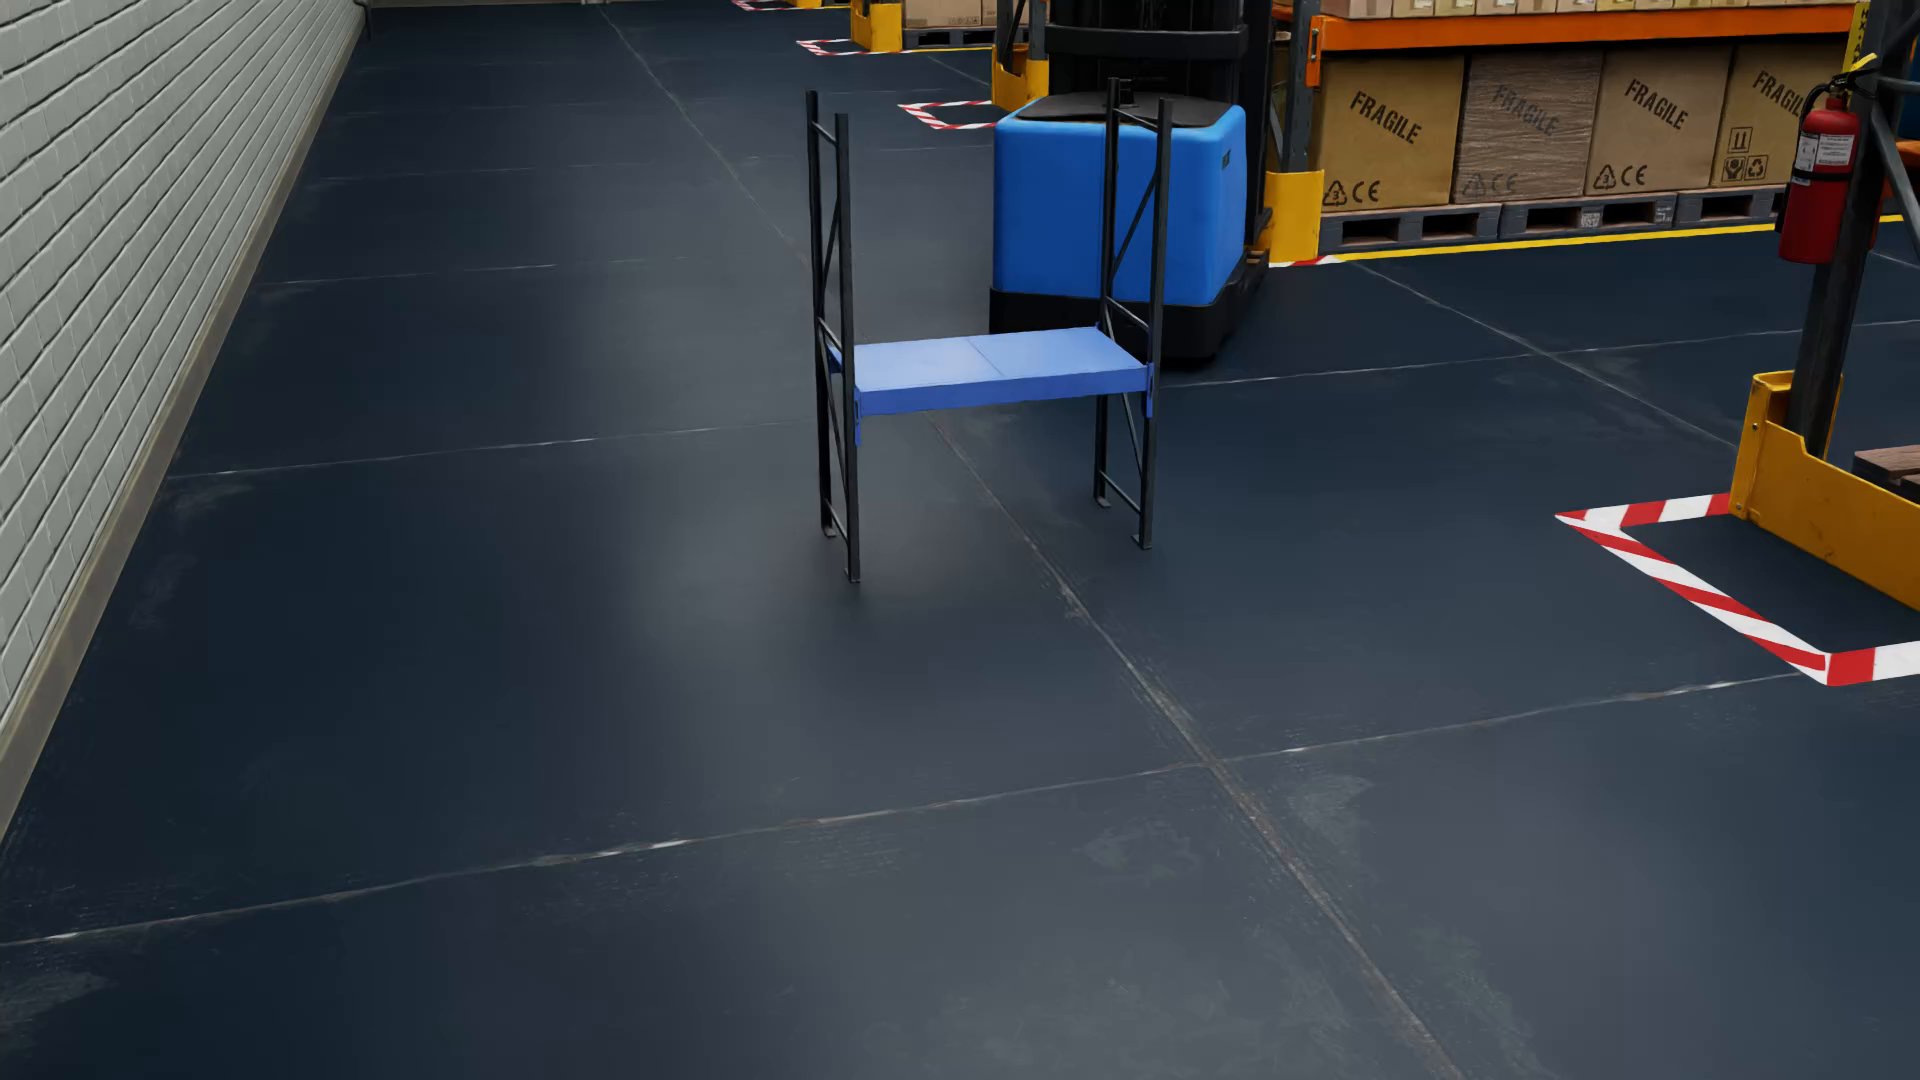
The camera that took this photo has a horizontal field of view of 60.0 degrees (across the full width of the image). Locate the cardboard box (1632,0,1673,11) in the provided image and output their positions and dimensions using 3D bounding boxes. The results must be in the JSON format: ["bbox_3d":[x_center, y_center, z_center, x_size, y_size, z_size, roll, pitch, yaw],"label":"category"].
[{"bbox_3d":[3.920,-3.172,9.656,0.250,0.149,0.380,-6,24,-14],"label":"cardboard box"}]

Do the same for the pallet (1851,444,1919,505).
[{"bbox_3d":[3.899,-0.093,5.699,1.213,0.211,1.003,-6,24,-14],"label":"pallet"}]

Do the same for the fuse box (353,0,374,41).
[{"bbox_3d":[-6.770,-6.556,18.858,0.414,1.711,0.539,-6,24,-14],"label":"fuse box"}]

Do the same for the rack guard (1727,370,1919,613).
[{"bbox_3d":[3.075,-0.145,5.454,0.348,0.500,1.175,-6,24,-14],"label":"rack guard"}]

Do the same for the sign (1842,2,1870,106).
[{"bbox_3d":[2.931,-1.583,5.429,0.005,0.325,0.100,-6,24,-14],"label":"sign"}]

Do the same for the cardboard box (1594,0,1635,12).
[{"bbox_3d":[3.668,-3.143,9.590,0.250,0.149,0.380,-7,24,-16],"label":"cardboard box"}]

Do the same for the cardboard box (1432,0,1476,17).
[{"bbox_3d":[2.681,-3.034,9.335,0.250,0.149,0.380,-7,24,-16],"label":"cardboard box"}]

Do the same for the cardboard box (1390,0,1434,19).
[{"bbox_3d":[2.434,-3.007,9.271,0.250,0.149,0.380,-7,24,-15],"label":"cardboard box"}]

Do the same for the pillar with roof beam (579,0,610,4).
[{"bbox_3d":[-3.941,-10.006,17.656,0.400,9.000,9.100,-6,24,-14],"label":"pillar with roof beam"}]

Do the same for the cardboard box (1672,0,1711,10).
[{"bbox_3d":[4.166,-3.198,9.718,0.250,0.149,0.380,-7,24,-15],"label":"cardboard box"}]

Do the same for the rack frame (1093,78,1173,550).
[{"bbox_3d":[0.572,-0.752,5.602,0.032,1.500,0.500,-6,24,-14],"label":"rack frame"}]

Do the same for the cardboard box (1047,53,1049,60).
[{"bbox_3d":[0.945,-4.260,14.579,0.250,0.149,0.380,-7,24,-16],"label":"cardboard box"}]

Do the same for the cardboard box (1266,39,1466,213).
[{"bbox_3d":[2.351,-2.497,9.927,0.875,0.875,0.875,-6,24,-14],"label":"cardboard box"}]

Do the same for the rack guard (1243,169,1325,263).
[{"bbox_3d":[1.734,-2.030,9.848,0.348,0.500,1.175,-6,24,-14],"label":"rack guard"}]

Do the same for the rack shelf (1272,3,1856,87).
[{"bbox_3d":[3.683,-3.064,9.999,4.000,0.370,1.077,-6,24,-14],"label":"rack shelf"}]

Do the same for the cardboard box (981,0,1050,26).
[{"bbox_3d":[0.567,-6.168,19.039,0.875,0.438,0.875,-6,24,-13],"label":"cardboard box"}]

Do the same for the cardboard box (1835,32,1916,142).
[{"bbox_3d":[6.219,-2.900,10.867,0.875,0.875,1.225,-6,24,-14],"label":"cardboard box"}]

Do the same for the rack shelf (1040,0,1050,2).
[{"bbox_3d":[2.440,-4.958,14.413,4.000,0.370,1.077,-6,24,-14],"label":"rack shelf"}]

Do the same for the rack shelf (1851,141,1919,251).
[{"bbox_3d":[5.020,-1.184,5.617,4.000,0.370,1.077,-6,24,-14],"label":"rack shelf"}]

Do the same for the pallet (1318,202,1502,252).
[{"bbox_3d":[2.506,-2.015,10.178,1.213,0.211,1.003,-6,24,-14],"label":"pallet"}]

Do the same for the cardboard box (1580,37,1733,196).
[{"bbox_3d":[4.085,-2.688,10.373,0.875,0.875,0.875,-6,24,-14],"label":"cardboard box"}]

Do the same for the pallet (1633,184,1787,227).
[{"bbox_3d":[4.855,-2.275,10.784,1.213,0.211,1.003,-6,24,-14],"label":"pallet"}]

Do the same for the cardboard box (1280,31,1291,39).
[{"bbox_3d":[2.857,-4.354,14.422,0.250,0.149,0.380,-7,24,-16],"label":"cardboard box"}]

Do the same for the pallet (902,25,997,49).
[{"bbox_3d":[-0.171,-5.777,18.947,1.213,0.211,1.003,-6,24,-14],"label":"pallet"}]

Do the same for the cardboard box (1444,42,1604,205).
[{"bbox_3d":[3.228,-2.594,10.153,0.875,0.875,0.875,-6,24,-14],"label":"cardboard box"}]

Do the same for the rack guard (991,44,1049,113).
[{"bbox_3d":[0.588,-3.935,14.286,0.348,0.500,1.175,-6,24,-14],"label":"rack guard"}]

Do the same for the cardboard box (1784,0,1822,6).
[{"bbox_3d":[4.908,-3.281,9.910,0.250,0.149,0.380,-7,24,-15],"label":"cardboard box"}]

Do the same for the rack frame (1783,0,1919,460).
[{"bbox_3d":[3.095,-1.301,4.978,0.127,3.000,1.000,-6,24,-14],"label":"rack frame"}]

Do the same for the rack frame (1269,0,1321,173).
[{"bbox_3d":[1.757,-3.182,9.361,0.127,3.000,1.000,-6,24,-14],"label":"rack frame"}]

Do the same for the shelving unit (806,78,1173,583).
[{"bbox_3d":[0.082,-0.698,5.475,1.048,1.500,0.538,-6,24,-14],"label":"shelving unit"}]

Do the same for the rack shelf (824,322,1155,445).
[{"bbox_3d":[0.082,-0.533,5.546,1.000,0.185,0.538,-6,24,-14],"label":"rack shelf"}]

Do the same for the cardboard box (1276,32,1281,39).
[{"bbox_3d":[2.589,-4.369,14.457,0.250,0.149,0.380,-6,24,-14],"label":"cardboard box"}]

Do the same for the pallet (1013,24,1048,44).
[{"bbox_3d":[1.001,-5.906,19.246,1.213,0.211,1.003,-6,24,-14],"label":"pallet"}]

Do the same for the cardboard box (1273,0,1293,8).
[{"bbox_3d":[2.011,-3.229,9.790,0.250,0.149,0.380,-6,24,-13],"label":"cardboard box"}]

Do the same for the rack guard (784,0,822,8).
[{"bbox_3d":[-2.191,-7.687,23.032,0.348,0.500,1.175,-6,24,-14],"label":"rack guard"}]

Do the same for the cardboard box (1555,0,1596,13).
[{"bbox_3d":[3.425,-3.117,9.528,0.250,0.149,0.380,-7,24,-15],"label":"cardboard box"}]

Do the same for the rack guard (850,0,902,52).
[{"bbox_3d":[-0.943,-5.793,18.616,0.348,0.500,1.175,-6,24,-14],"label":"rack guard"}]

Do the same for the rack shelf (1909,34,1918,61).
[{"bbox_3d":[7.534,-3.490,10.992,4.000,0.370,1.077,-6,24,-14],"label":"rack shelf"}]

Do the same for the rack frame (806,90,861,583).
[{"bbox_3d":[-0.407,-0.644,5.349,0.032,1.500,0.500,-6,24,-14],"label":"rack frame"}]

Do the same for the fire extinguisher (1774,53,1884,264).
[{"bbox_3d":[2.827,-1.251,5.432,0.183,0.674,0.296,-6,24,-14],"label":"fire extinguisher"}]

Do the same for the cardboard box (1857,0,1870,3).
[{"bbox_3d":[5.403,-3.335,10.038,0.250,0.149,0.380,-6,24,-14],"label":"cardboard box"}]

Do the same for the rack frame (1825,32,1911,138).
[{"bbox_3d":[5.608,-3.608,10.354,0.127,3.000,1.000,-6,24,-14],"label":"rack frame"}]

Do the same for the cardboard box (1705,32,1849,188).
[{"bbox_3d":[4.951,-2.784,10.597,0.875,0.875,0.875,-6,24,-14],"label":"cardboard box"}]

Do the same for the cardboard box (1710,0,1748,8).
[{"bbox_3d":[4.412,-3.226,9.782,0.250,0.149,0.380,-6,24,-13],"label":"cardboard box"}]

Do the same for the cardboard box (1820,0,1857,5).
[{"bbox_3d":[5.155,-3.308,9.974,0.250,0.149,0.380,-6,24,-13],"label":"cardboard box"}]

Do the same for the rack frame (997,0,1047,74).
[{"bbox_3d":[0.514,-5.075,13.775,0.127,3.000,1.000,-6,24,-14],"label":"rack frame"}]

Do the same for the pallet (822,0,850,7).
[{"bbox_3d":[-1.424,-7.640,23.288,1.213,0.211,1.003,-6,24,-14],"label":"pallet"}]

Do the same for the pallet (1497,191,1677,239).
[{"bbox_3d":[3.678,-2.144,10.478,1.213,0.211,1.003,-6,24,-14],"label":"pallet"}]

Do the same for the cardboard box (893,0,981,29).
[{"bbox_3d":[-0.312,-6.068,18.804,0.875,0.438,0.875,-7,24,-16],"label":"cardboard box"}]

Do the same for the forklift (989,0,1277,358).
[{"bbox_3d":[1.053,-2.717,8.365,1.130,2.935,3.031,7,24,15],"label":"forklift"}]

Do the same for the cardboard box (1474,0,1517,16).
[{"bbox_3d":[2.932,-3.062,9.401,0.250,0.149,0.380,-7,24,-15],"label":"cardboard box"}]

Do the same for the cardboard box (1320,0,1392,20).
[{"bbox_3d":[2.188,-2.979,9.207,0.250,0.149,0.380,-6,24,-14],"label":"cardboard box"}]

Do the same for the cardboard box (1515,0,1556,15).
[{"bbox_3d":[3.177,-3.089,9.463,0.250,0.149,0.380,-7,24,-15],"label":"cardboard box"}]

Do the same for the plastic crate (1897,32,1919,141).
[{"bbox_3d":[3.367,-1.452,5.208,0.499,0.435,0.616,-6,24,-14],"label":"plastic crate"}]

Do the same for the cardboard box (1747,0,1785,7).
[{"bbox_3d":[4.660,-3.253,9.846,0.250,0.149,0.380,-6,24,-13],"label":"cardboard box"}]

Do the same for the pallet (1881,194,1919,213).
[{"bbox_3d":[6.331,-2.437,11.162,1.213,0.211,1.003,-6,24,-14],"label":"pallet"}]

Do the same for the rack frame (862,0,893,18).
[{"bbox_3d":[-0.920,-6.944,18.129,0.127,3.000,1.000,-6,24,-14],"label":"rack frame"}]
